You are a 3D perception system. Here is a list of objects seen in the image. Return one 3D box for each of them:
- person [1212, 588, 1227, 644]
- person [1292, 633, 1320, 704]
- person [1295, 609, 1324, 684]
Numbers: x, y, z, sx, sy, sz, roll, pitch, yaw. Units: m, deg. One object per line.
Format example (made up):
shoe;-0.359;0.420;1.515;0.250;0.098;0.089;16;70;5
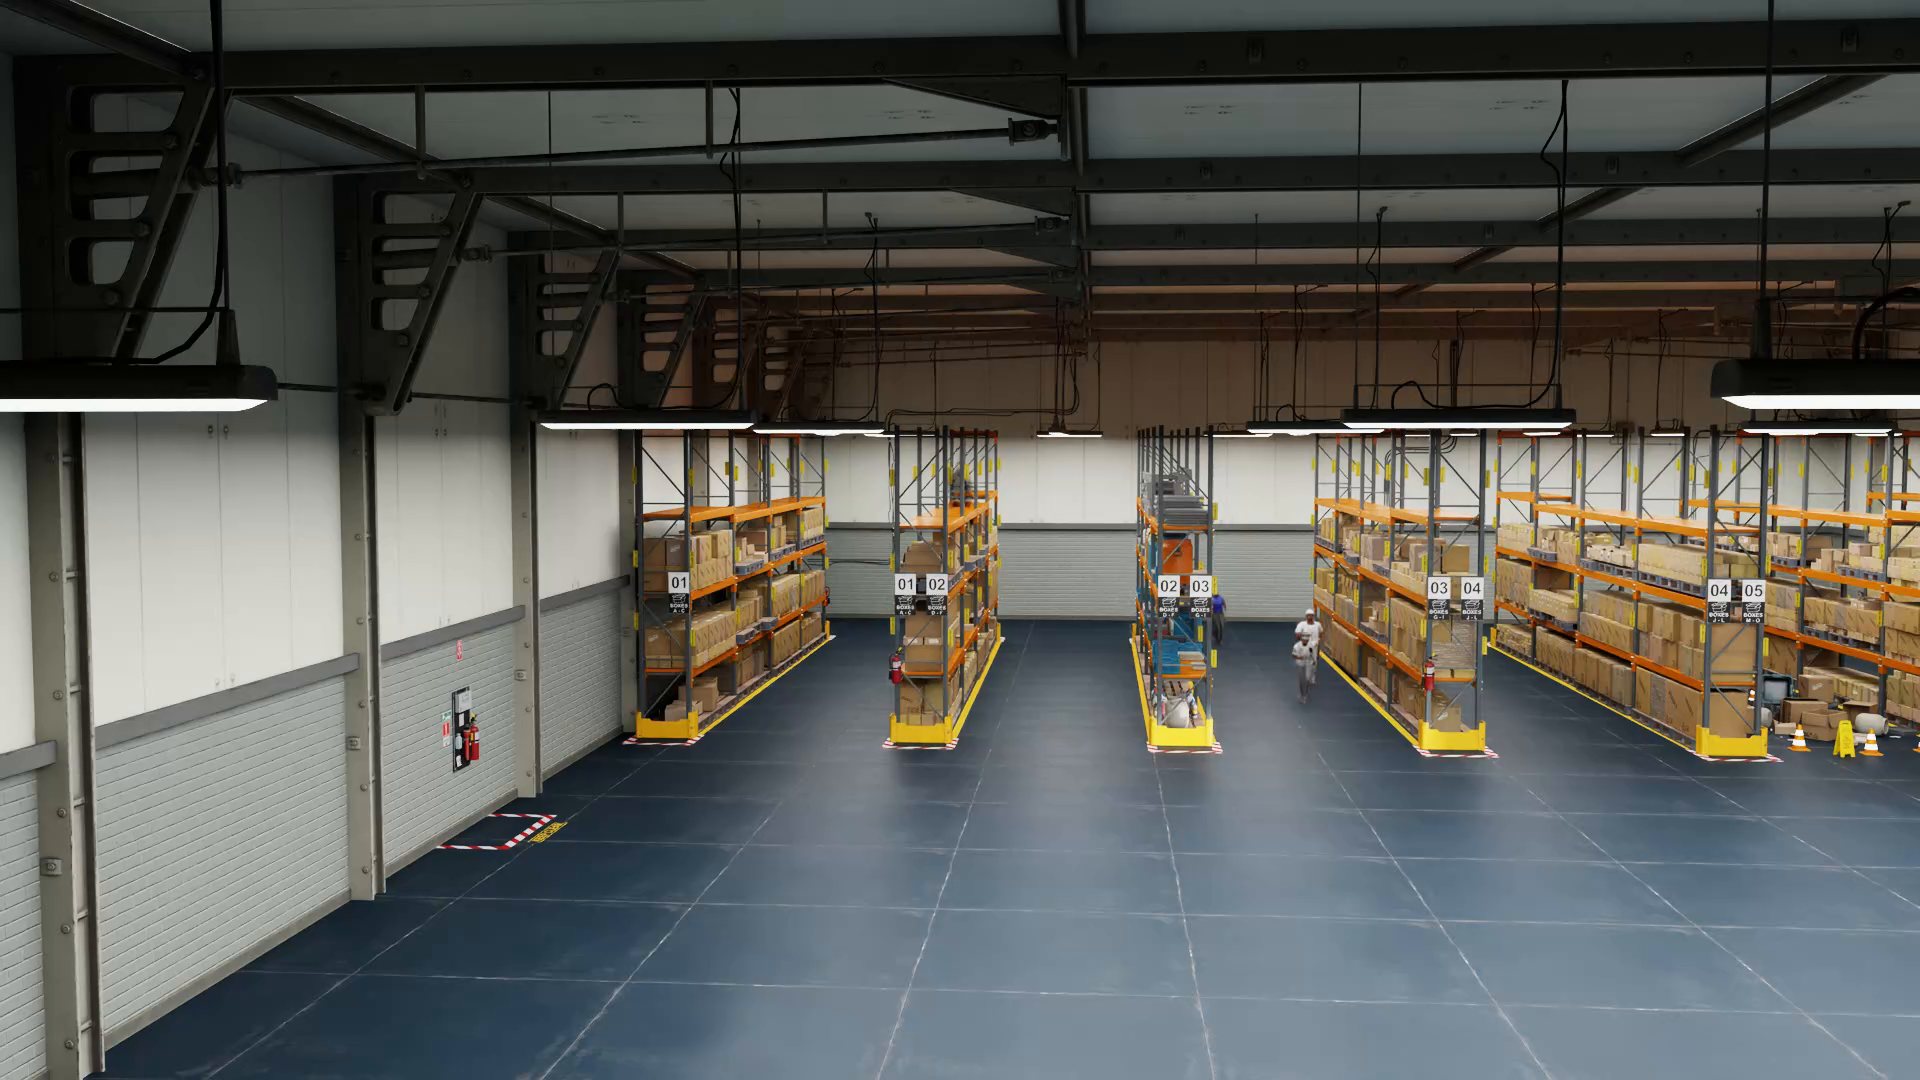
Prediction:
person;7.185;2.129;46.405;0.589;1.604;0.586;-1;4;-14
person;7.547;2.792;36.304;0.614;1.597;0.960;1;3;9
person;8.263;2.502;39.240;0.714;1.733;0.791;0;3;0
